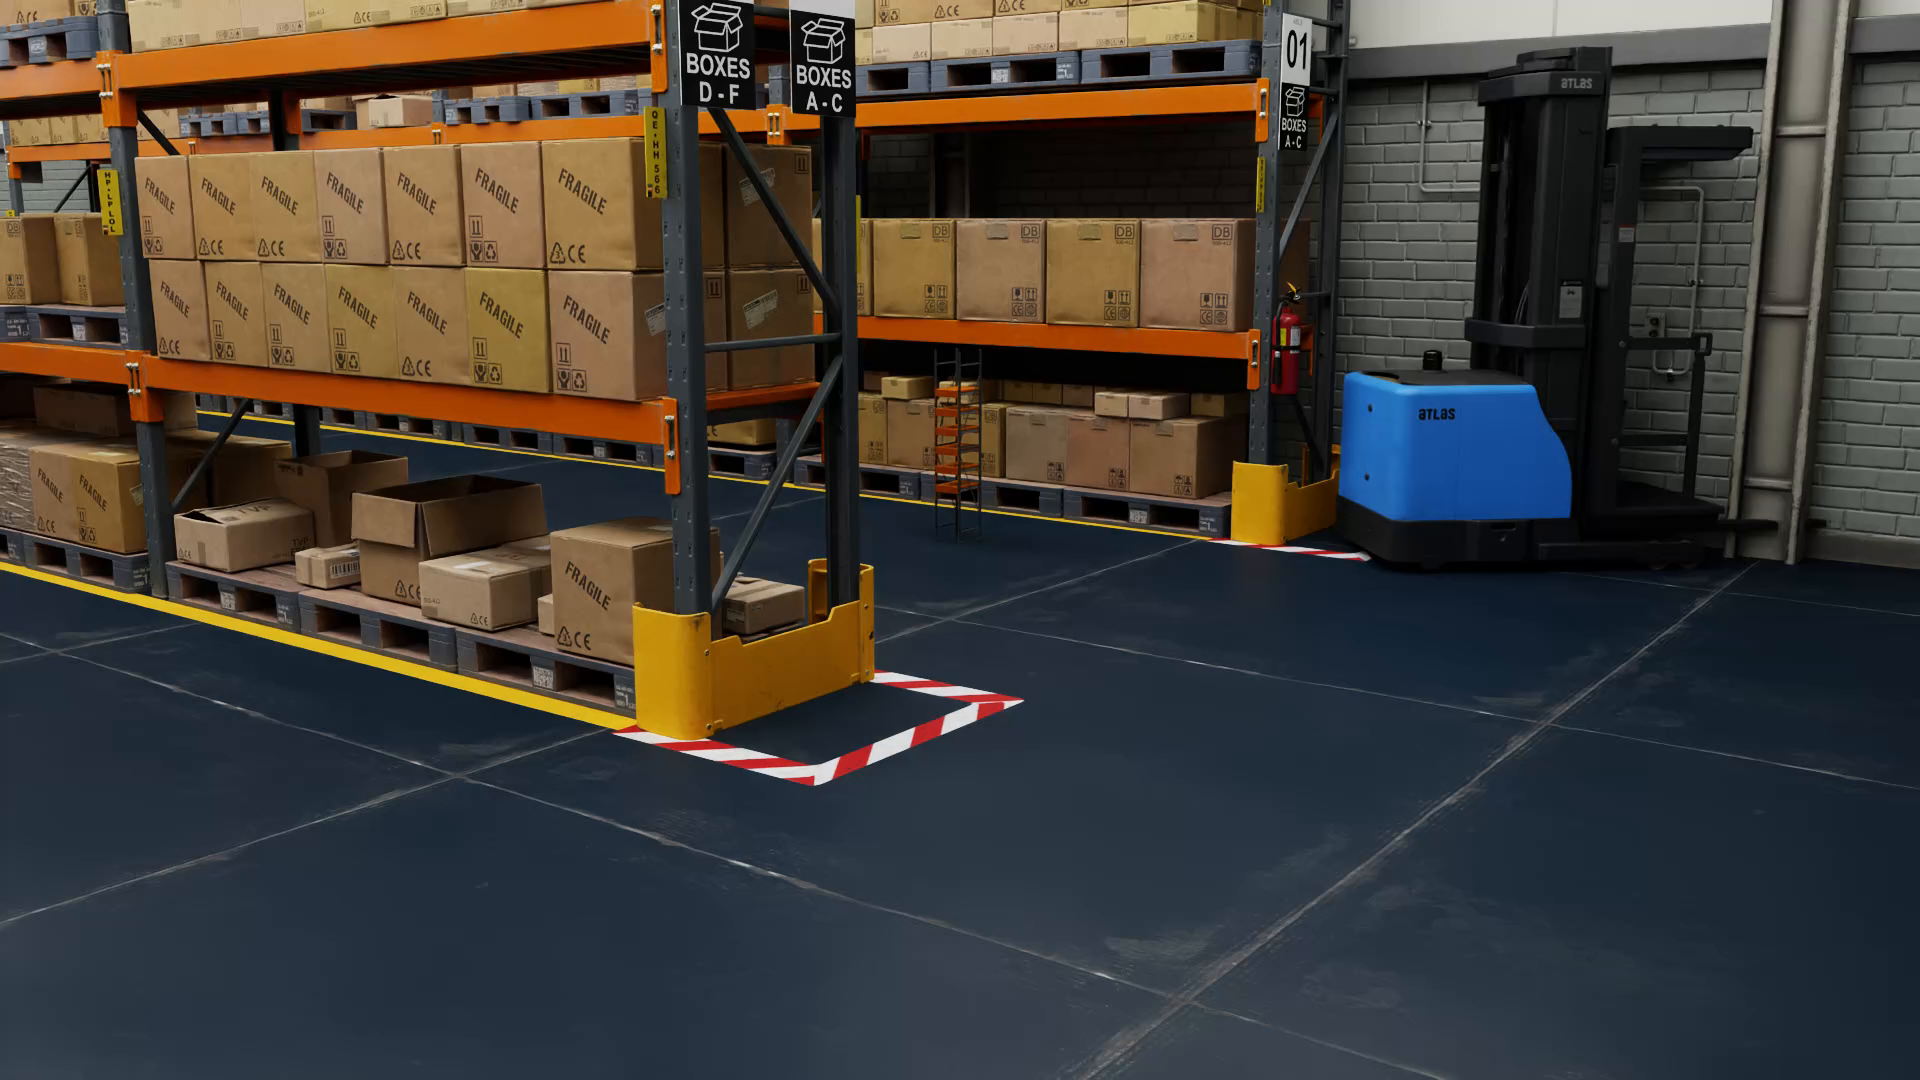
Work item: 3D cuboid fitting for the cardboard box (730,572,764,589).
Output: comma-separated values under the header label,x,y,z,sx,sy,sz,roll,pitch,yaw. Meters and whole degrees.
label,x,y,z,sx,sy,sz,roll,pitch,yaw
cardboard box,-1.111,0.262,7.579,0.250,0.166,0.380,8,13,36

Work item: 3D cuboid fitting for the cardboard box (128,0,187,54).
label,x,y,z,sx,sy,sz,roll,pitch,yaw
cardboard box,-3.754,-2.541,8.266,0.500,0.250,0.500,8,13,36

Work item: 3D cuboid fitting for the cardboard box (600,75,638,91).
label,x,y,z,sx,sy,sz,roll,pitch,yaw
cardboard box,-2.567,-3.966,13.814,0.500,0.500,0.700,8,13,35

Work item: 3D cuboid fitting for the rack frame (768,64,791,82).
label,x,y,z,sx,sy,sz,roll,pitch,yaw
rack frame,-1.070,-4.939,12.367,0.127,3.000,1.000,8,13,36

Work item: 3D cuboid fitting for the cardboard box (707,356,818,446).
label,x,y,z,sx,sy,sz,roll,pitch,yaw
cardboard box,-1.671,-1.198,13.376,0.750,0.750,0.750,8,14,36

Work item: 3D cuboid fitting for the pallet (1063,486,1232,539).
label,x,y,z,sx,sy,sz,roll,pitch,yaw
pallet,1.463,-0.253,11.280,1.213,0.211,1.003,8,13,36

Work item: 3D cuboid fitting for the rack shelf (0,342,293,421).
label,x,y,z,sx,sy,sz,roll,pitch,yaw
rack shelf,-5.612,-1.106,10.246,4.000,0.370,1.077,8,13,36

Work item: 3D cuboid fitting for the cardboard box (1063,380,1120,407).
label,x,y,z,sx,sy,sz,roll,pitch,yaw
cardboard box,0.934,-1.035,11.749,0.250,0.149,0.380,8,14,36

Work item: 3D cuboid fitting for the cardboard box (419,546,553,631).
label,x,y,z,sx,sy,sz,roll,pitch,yaw
cardboard box,-2.108,0.214,7.607,0.500,0.250,0.500,8,13,36

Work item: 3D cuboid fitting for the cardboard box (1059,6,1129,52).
label,x,y,z,sx,sy,sz,roll,pitch,yaw
cardboard box,0.986,-3.298,10.810,0.500,0.250,0.500,7,13,33

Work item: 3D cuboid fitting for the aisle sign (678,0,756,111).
label,x,y,z,sx,sy,sz,roll,pitch,yaw
aisle sign,-0.902,-2.007,6.162,0.004,0.787,0.394,8,13,36

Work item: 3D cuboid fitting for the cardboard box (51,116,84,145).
label,x,y,z,sx,sy,sz,roll,pitch,yaw
cardboard box,-9.788,-4.675,18.584,0.500,0.500,0.500,9,14,38

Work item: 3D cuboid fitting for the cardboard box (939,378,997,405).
label,x,y,z,sx,sy,sz,roll,pitch,yaw
cardboard box,0.060,-1.066,11.911,0.250,0.149,0.380,7,13,34

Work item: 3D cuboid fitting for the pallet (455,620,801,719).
label,x,y,z,sx,sy,sz,roll,pitch,yaw
pallet,-1.480,0.486,7.462,1.213,0.211,1.003,8,13,36

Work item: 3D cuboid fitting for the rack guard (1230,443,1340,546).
label,x,y,z,sx,sy,sz,roll,pitch,yaw
rack guard,2.173,-0.314,10.836,0.348,0.500,1.175,8,13,36

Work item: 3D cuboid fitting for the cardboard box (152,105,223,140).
label,x,y,z,sx,sy,sz,roll,pitch,yaw
cardboard box,-8.074,-4.444,17.389,0.500,0.500,0.500,8,14,37

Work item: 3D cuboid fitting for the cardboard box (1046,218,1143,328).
label,x,y,z,sx,sy,sz,roll,pitch,yaw
cardboard box,1.144,-1.827,11.287,0.700,0.700,0.980,8,13,35

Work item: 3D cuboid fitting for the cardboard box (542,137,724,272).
label,x,y,z,sx,sy,sz,roll,pitch,yaw
cardboard box,-1.297,-1.333,6.627,0.500,0.500,0.500,8,13,35

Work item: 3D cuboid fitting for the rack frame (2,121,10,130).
label,x,y,z,sx,sy,sz,roll,pitch,yaw
rack frame,-10.743,-6.288,19.341,0.127,3.000,1.000,8,13,36

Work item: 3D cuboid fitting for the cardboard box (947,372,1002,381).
label,x,y,z,sx,sy,sz,roll,pitch,yaw
cardboard box,0.111,-1.149,12.342,0.250,0.149,0.380,7,13,34

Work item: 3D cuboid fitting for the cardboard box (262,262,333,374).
label,x,y,z,sx,sy,sz,roll,pitch,yaw
cardboard box,-2.934,-1.071,7.906,0.500,0.500,0.500,8,13,35

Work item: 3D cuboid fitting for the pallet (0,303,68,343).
label,x,y,z,sx,sy,sz,roll,pitch,yaw
pallet,-5.653,-1.372,10.231,1.213,0.211,1.003,8,13,36

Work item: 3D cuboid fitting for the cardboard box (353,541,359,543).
label,x,y,z,sx,sy,sz,roll,pitch,yaw
cardboard box,-3.035,0.002,8.967,0.250,0.149,0.380,8,13,36

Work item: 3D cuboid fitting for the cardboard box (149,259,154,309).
label,x,y,z,sx,sy,sz,roll,pitch,yaw
cardboard box,-4.249,-1.578,9.418,0.500,0.500,0.700,3,11,16

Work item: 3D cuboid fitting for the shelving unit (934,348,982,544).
label,x,y,z,sx,sy,sz,roll,pitch,yaw
shelving unit,-0.012,-0.591,10.424,0.189,1.200,0.258,8,13,36

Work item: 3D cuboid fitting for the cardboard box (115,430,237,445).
label,x,y,z,sx,sy,sz,roll,pitch,yaw
cardboard box,-4.682,-0.374,9.986,0.500,0.500,0.500,8,14,36

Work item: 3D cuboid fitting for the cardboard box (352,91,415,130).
label,x,y,z,sx,sy,sz,roll,pitch,yaw
cardboard box,-5.285,-4.136,15.792,0.637,0.503,0.797,11,15,43

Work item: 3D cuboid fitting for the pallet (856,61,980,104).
label,x,y,z,sx,sy,sz,roll,pitch,yaw
pallet,-0.417,-3.329,12.177,1.213,0.211,1.003,8,13,36

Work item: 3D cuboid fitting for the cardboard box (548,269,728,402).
label,x,y,z,sx,sy,sz,roll,pitch,yaw
cardboard box,-1.298,-0.843,6.726,0.500,0.500,0.500,8,14,37

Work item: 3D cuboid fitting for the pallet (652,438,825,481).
label,x,y,z,sx,sy,sz,roll,pitch,yaw
pallet,-1.737,-0.700,13.591,1.213,0.211,1.003,8,13,36

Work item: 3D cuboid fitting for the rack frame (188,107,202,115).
label,x,y,z,sx,sy,sz,roll,pitch,yaw
rack frame,-7.519,-5.838,17.017,0.127,3.000,1.000,8,13,36

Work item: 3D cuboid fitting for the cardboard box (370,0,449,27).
label,x,y,z,sx,sy,sz,roll,pitch,yaw
cardboard box,-2.153,-2.314,7.089,0.500,0.250,0.500,8,13,36

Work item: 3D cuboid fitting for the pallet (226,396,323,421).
label,x,y,z,sx,sy,sz,roll,pitch,yaw
pallet,-6.890,-1.437,17.400,1.213,0.211,1.003,8,13,36

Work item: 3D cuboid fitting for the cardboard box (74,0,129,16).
label,x,y,z,sx,sy,sz,roll,pitch,yaw
cardboard box,-4.362,-3.080,9.022,0.600,0.600,0.600,6,13,30

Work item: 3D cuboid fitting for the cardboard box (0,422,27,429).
label,x,y,z,sx,sy,sz,roll,pitch,yaw
cardboard box,-6.199,-0.463,10.449,0.500,0.500,0.500,8,13,35

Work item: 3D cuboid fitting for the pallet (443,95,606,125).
label,x,y,z,sx,sy,sz,roll,pitch,yaw
pallet,-3.744,-3.759,14.663,1.003,0.211,1.213,9,14,38

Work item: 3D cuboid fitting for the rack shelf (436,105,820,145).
label,x,y,z,sx,sy,sz,roll,pitch,yaw
rack shelf,-2.683,-3.338,13.883,4.000,0.370,1.077,8,13,36

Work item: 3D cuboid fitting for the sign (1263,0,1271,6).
label,x,y,z,sx,sy,sz,roll,pitch,yaw
sign,1.821,-3.331,9.830,0.005,0.325,0.100,8,13,36

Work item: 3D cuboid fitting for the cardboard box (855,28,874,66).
label,x,y,z,sx,sy,sz,roll,pitch,yaw
cardboard box,-0.670,-3.530,12.007,0.500,0.250,0.500,8,13,35

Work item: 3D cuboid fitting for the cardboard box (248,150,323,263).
label,x,y,z,sx,sy,sz,roll,pitch,yaw
cardboard box,-2.956,-1.563,7.816,0.500,0.500,0.500,7,13,34

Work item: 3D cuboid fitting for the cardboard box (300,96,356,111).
label,x,y,z,sx,sy,sz,roll,pitch,yaw
cardboard box,-6.131,-4.409,16.154,0.500,0.500,0.500,7,13,34

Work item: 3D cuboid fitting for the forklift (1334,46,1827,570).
label,x,y,z,sx,sy,sz,roll,pitch,yaw
forklift,3.897,-1.368,9.884,3.031,2.935,1.130,-1,11,-7

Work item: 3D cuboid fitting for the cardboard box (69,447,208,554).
label,x,y,z,sx,sy,sz,roll,pitch,yaw
cardboard box,-4.567,-0.235,9.271,0.500,0.500,0.500,8,13,35

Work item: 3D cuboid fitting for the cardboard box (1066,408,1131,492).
label,x,y,z,sx,sy,sz,roll,pitch,yaw
cardboard box,1.127,-0.642,11.429,0.500,0.500,0.700,8,13,35

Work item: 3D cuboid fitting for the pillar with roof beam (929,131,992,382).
label,x,y,z,sx,sy,sz,roll,pitch,yaw
pillar with roof beam,-2.542,-4.334,9.239,0.400,9.000,9.100,8,13,36

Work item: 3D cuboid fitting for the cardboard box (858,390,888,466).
label,x,y,z,sx,sy,sz,roll,pitch,yaw
cardboard box,-0.528,-0.873,12.619,0.500,0.500,0.700,8,14,36

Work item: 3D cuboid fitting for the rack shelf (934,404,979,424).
label,x,y,z,sx,sy,sz,roll,pitch,yaw
rack shelf,-0.012,-0.783,10.387,0.180,0.103,0.258,8,13,36

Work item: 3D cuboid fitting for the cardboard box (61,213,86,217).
label,x,y,z,sx,sy,sz,roll,pitch,yaw
cardboard box,-9.730,-3.431,18.736,0.500,0.500,0.500,7,13,34

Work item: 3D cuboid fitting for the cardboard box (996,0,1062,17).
label,x,y,z,sx,sy,sz,roll,pitch,yaw
cardboard box,0.580,-3.722,11.027,0.500,0.500,0.500,7,13,33

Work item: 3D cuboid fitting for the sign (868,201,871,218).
label,x,y,z,sx,sy,sz,roll,pitch,yaw
sign,-0.743,-2.543,13.288,0.005,0.325,0.100,8,13,36

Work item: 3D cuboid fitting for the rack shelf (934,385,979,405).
label,x,y,z,sx,sy,sz,roll,pitch,yaw
rack shelf,-0.012,-0.901,10.364,0.180,0.103,0.258,8,13,36
